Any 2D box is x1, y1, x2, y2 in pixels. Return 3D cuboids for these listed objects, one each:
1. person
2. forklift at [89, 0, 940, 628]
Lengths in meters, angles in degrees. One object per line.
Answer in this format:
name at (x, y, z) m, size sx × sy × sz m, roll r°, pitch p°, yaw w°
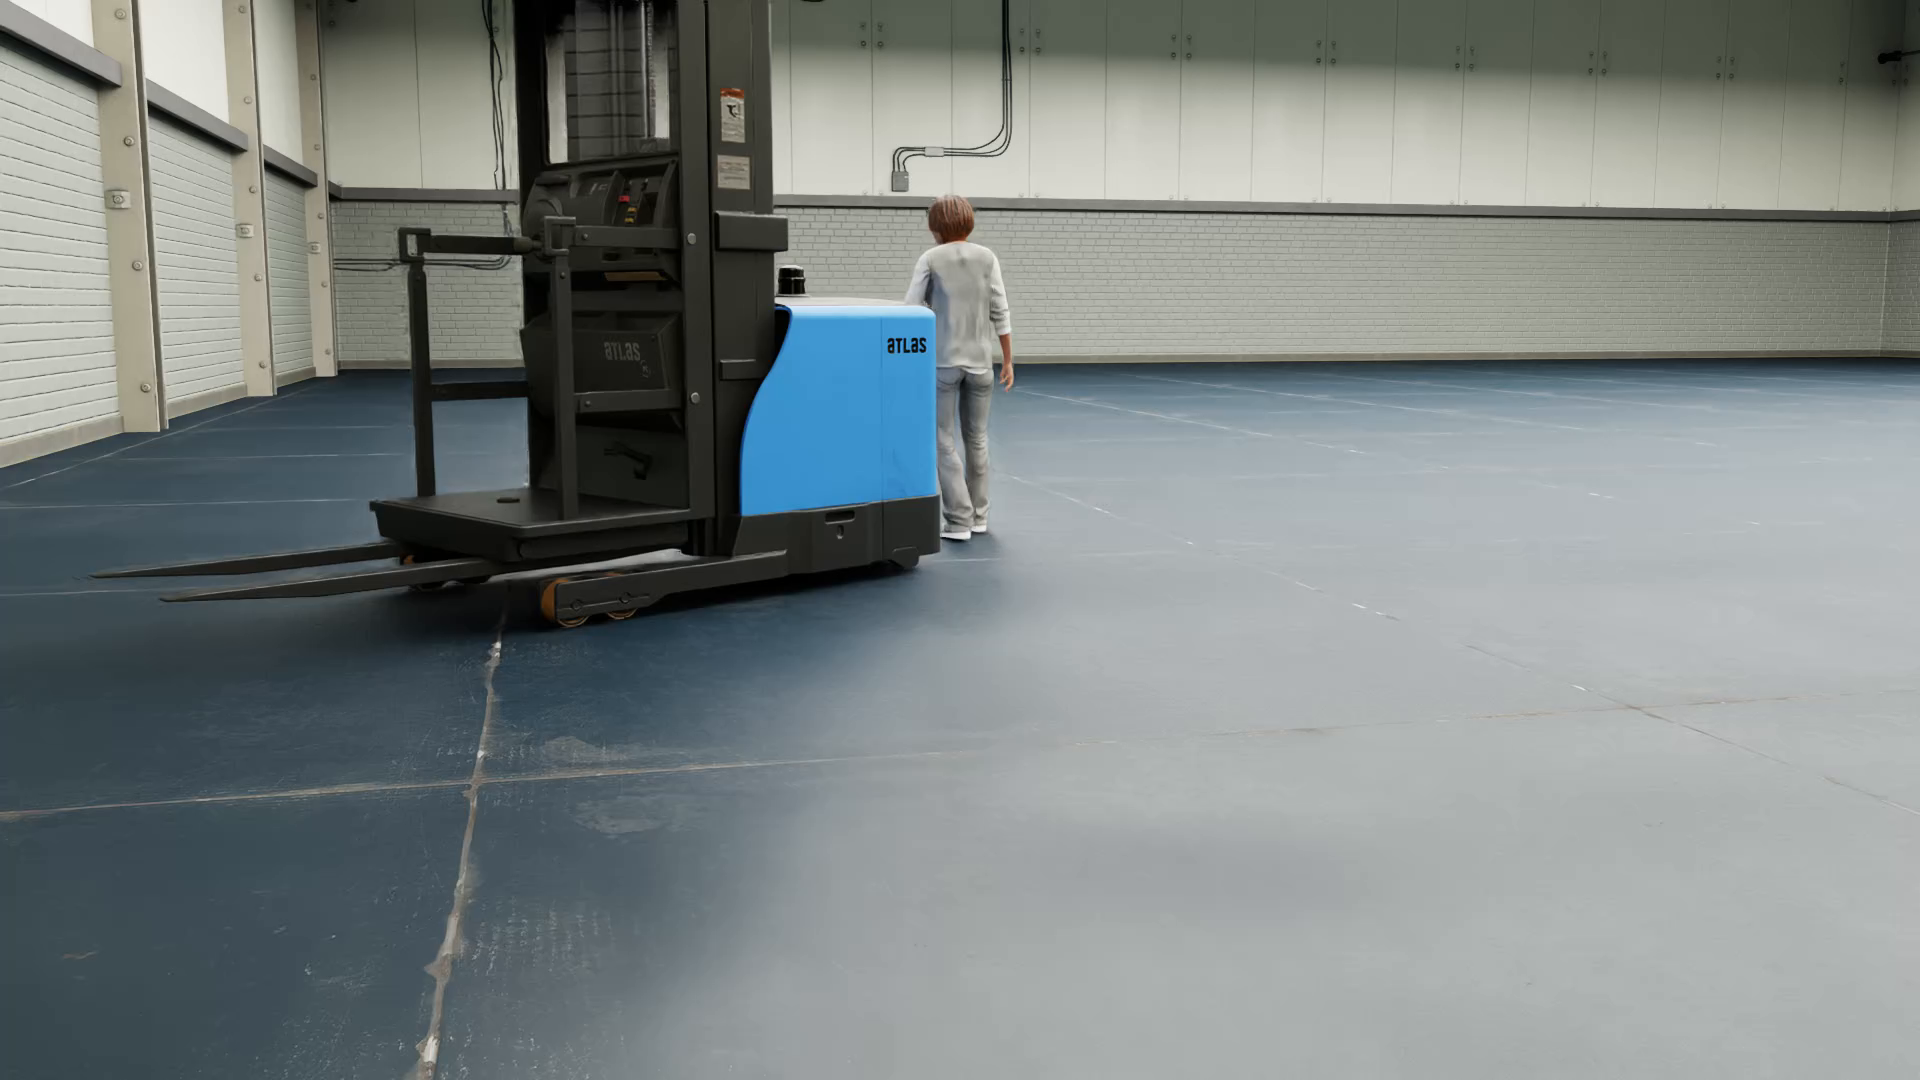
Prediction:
person at (-0.044, -0.801, 7.757) m, size 0.552 × 1.578 × 0.543 m, roll -3°, pitch 9°, yaw -21°
forklift at (-1.479, -1.237, 5.969) m, size 3.031 × 2.935 × 1.130 m, roll -8°, pitch 11°, yaw -44°
